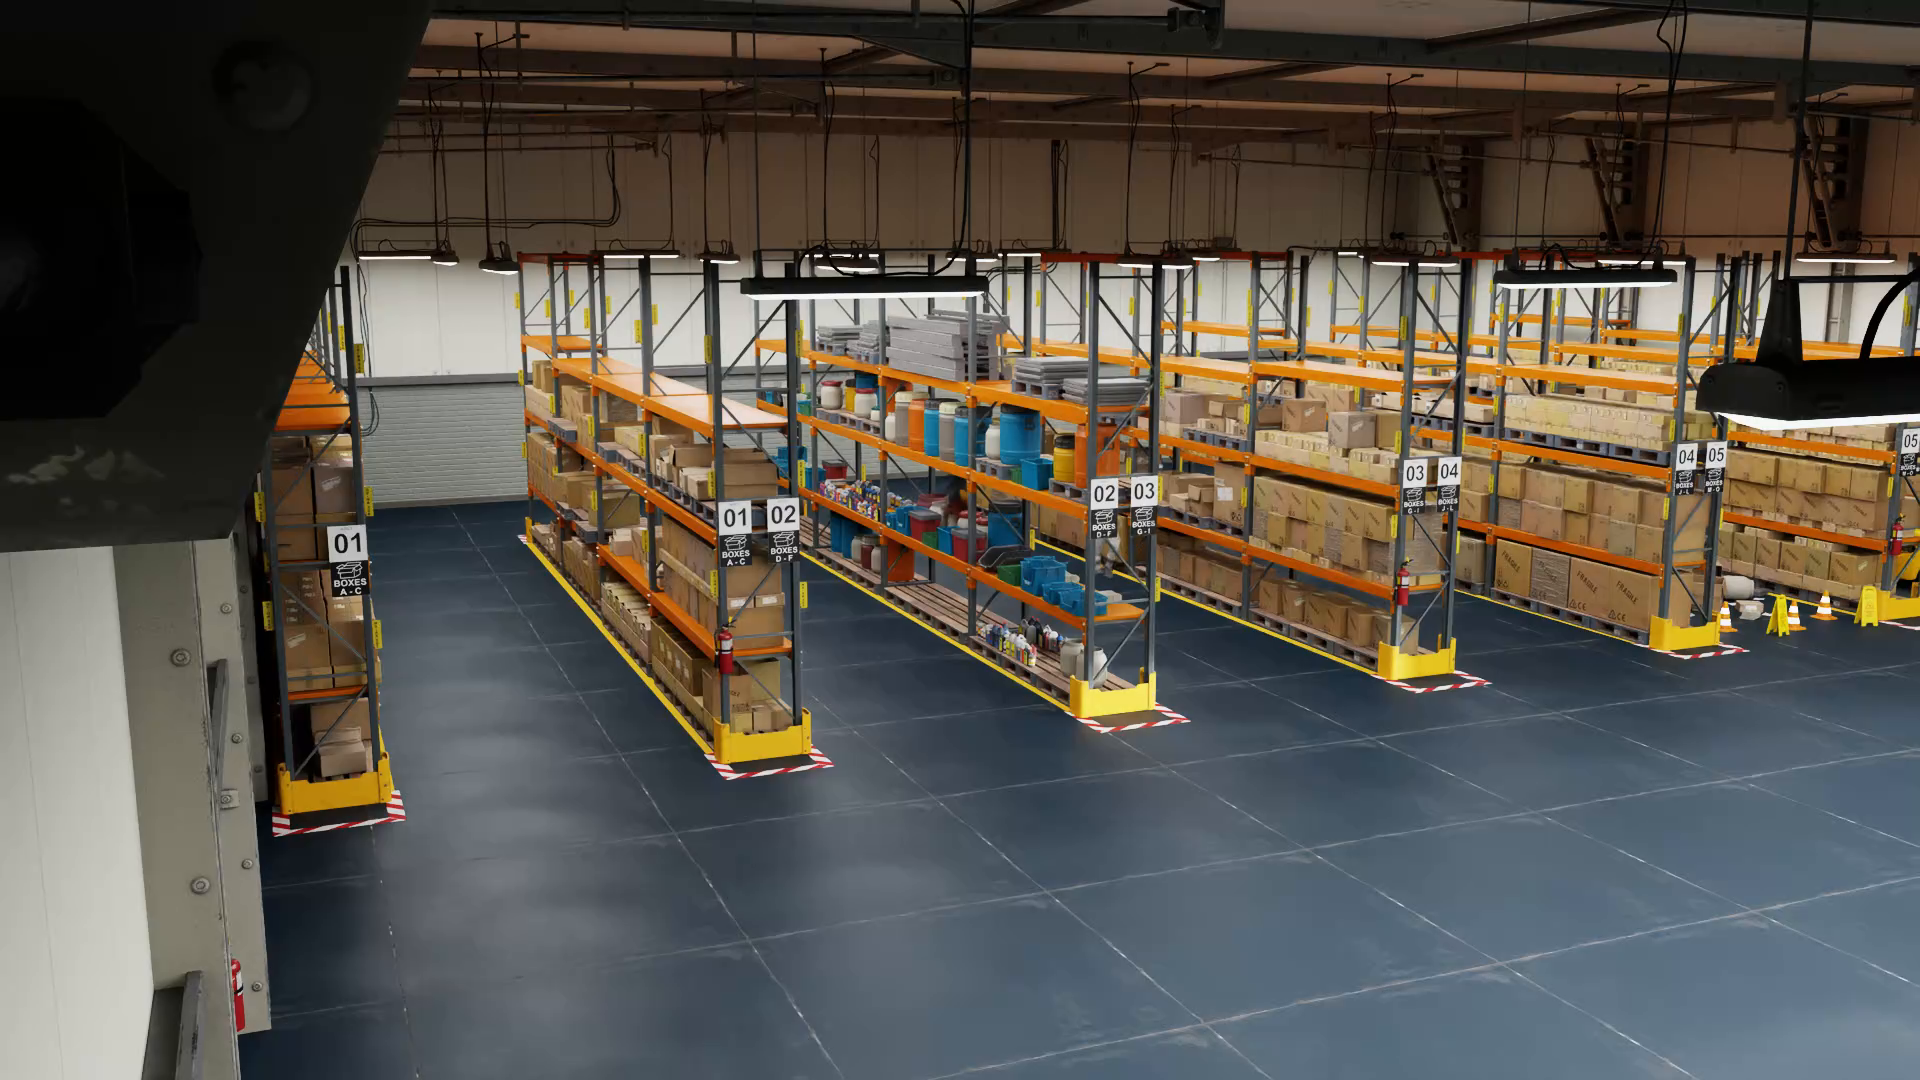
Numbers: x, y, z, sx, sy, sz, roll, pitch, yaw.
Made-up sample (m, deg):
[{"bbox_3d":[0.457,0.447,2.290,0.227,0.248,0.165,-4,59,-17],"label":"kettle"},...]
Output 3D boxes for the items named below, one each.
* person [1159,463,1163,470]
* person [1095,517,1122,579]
[{"bbox_3d":[4.083,-0.761,34.523,0.592,1.740,0.897,-3,11,-16],"label":"person"},{"bbox_3d":[2.632,-0.192,29.616,0.654,1.821,0.759,-4,11,-20],"label":"person"}]
